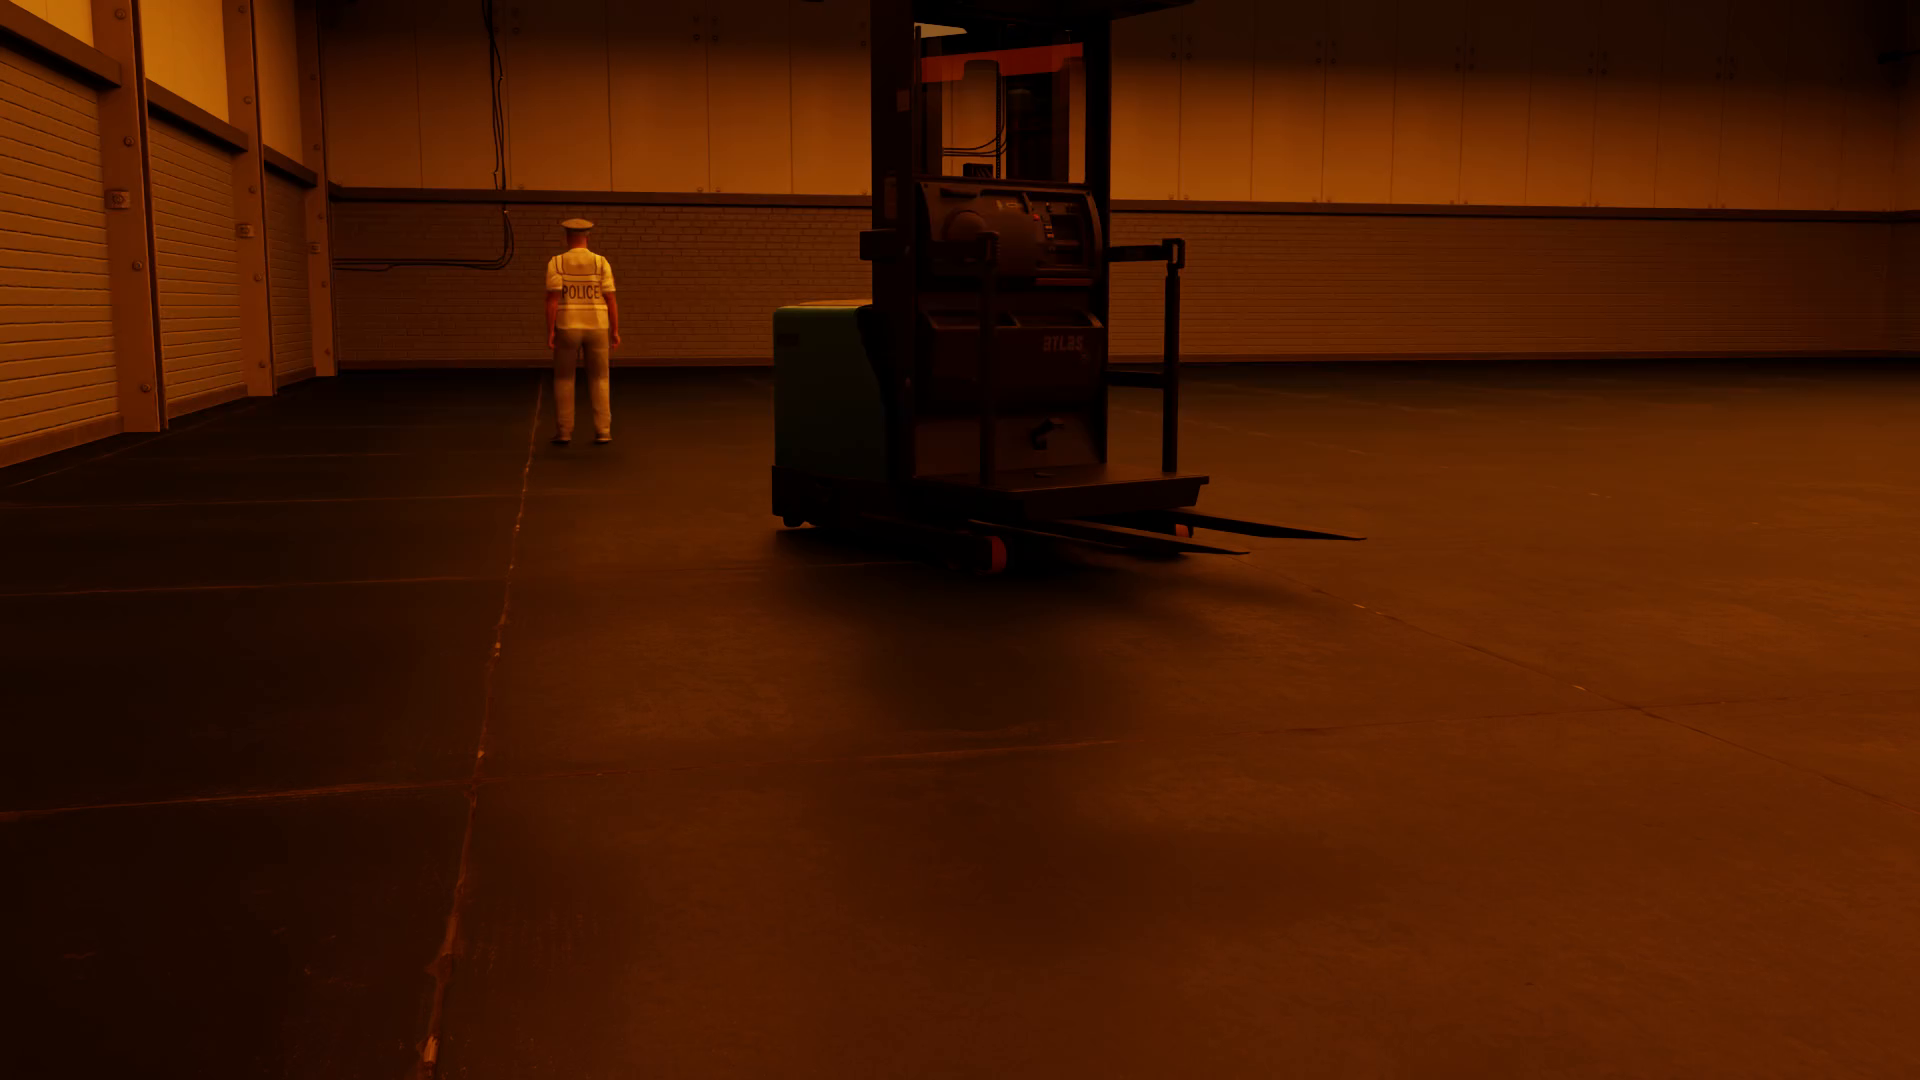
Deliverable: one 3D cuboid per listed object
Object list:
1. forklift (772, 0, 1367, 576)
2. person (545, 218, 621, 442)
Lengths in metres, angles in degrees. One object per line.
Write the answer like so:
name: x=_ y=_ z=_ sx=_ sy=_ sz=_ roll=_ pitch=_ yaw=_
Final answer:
forklift: x=0.355 y=-1.383 z=7.015 sx=1.130 sy=2.935 sz=3.031 roll=-6 pitch=10 yaw=-35
person: x=-2.988 y=-1.645 z=13.179 sx=0.580 sy=1.775 sz=0.445 roll=-2 pitch=8 yaw=-16
